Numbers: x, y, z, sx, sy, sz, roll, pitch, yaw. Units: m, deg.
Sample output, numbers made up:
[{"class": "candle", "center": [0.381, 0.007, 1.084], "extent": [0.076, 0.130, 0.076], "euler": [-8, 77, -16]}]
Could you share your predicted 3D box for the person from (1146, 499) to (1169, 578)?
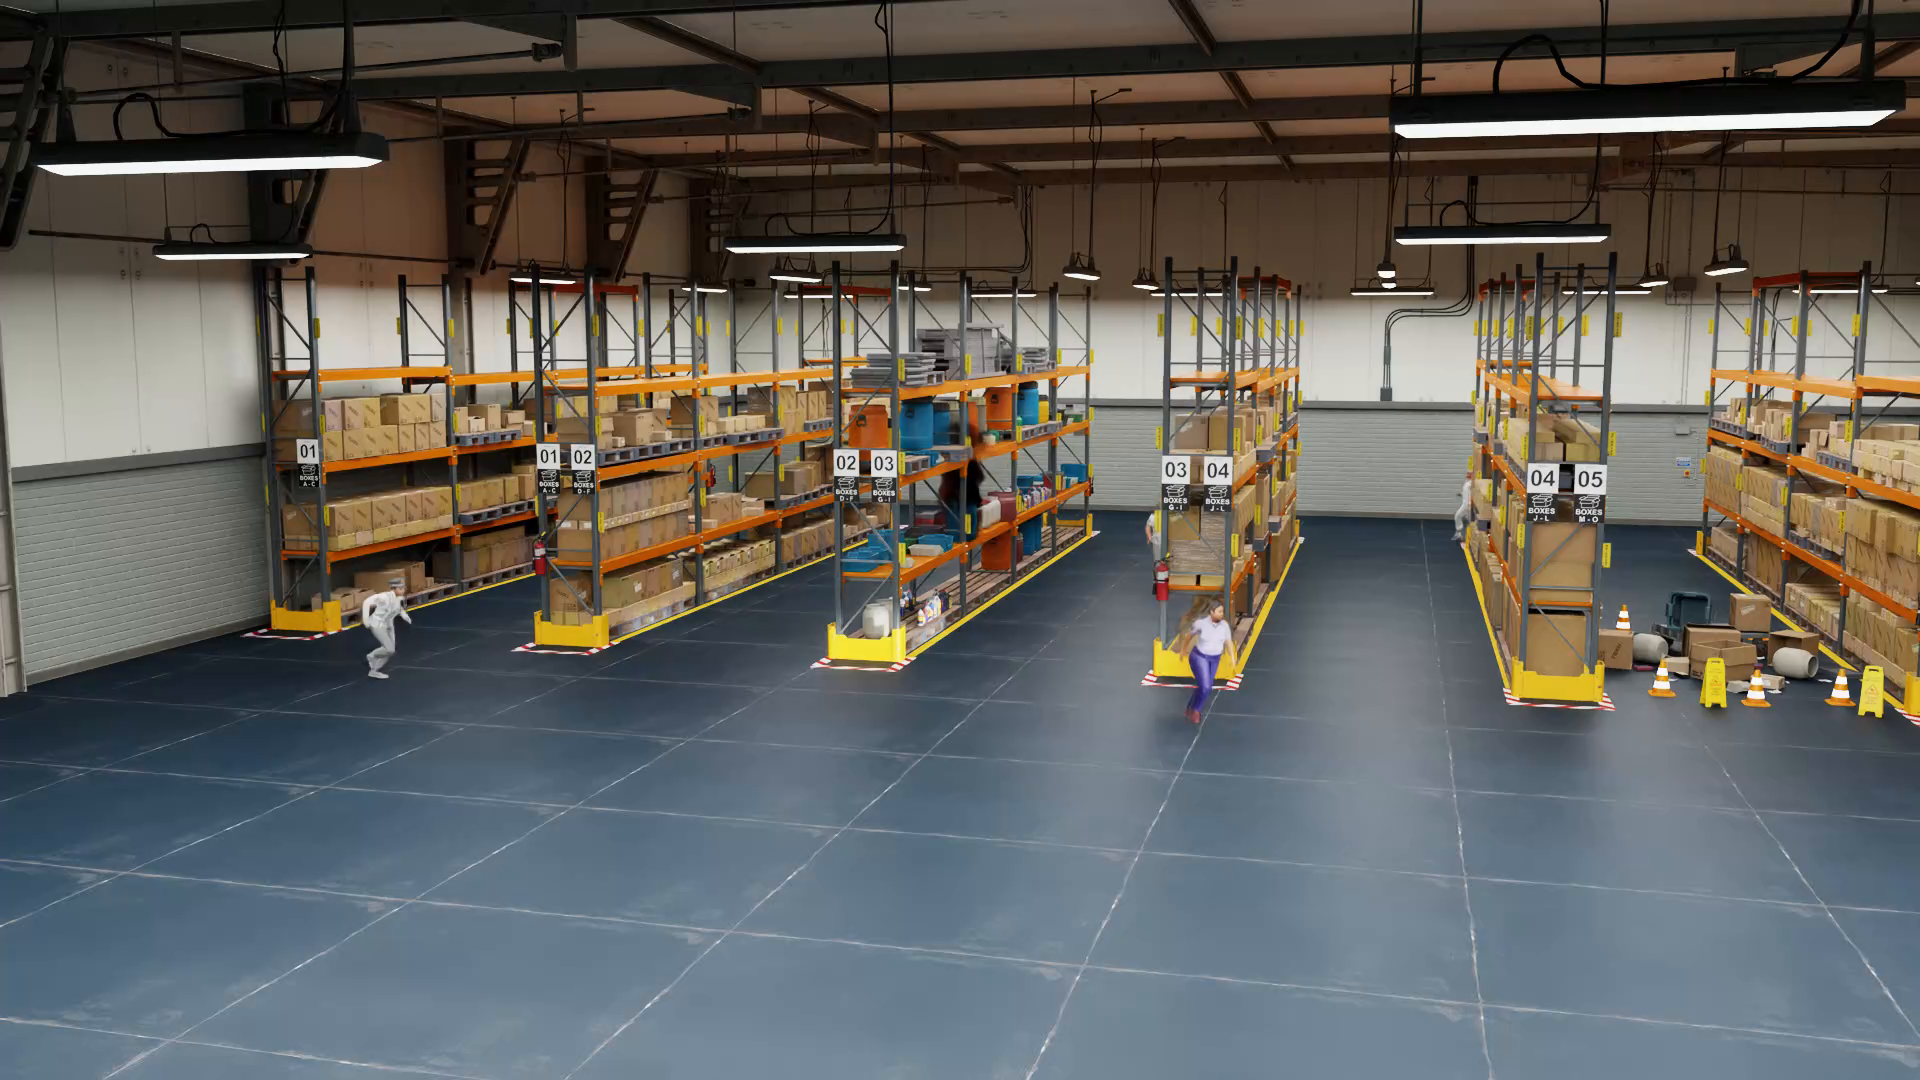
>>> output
[{"class": "person", "center": [3.909, -0.017, 31.899], "extent": [0.676, 1.609, 0.759], "euler": [0, 7, 2]}]

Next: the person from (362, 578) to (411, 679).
[{"class": "person", "center": [-8.193, 1.272, 23.716], "extent": [0.744, 1.491, 0.648], "euler": [3, 8, 24]}]

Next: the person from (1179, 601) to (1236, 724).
[{"class": "person", "center": [3.163, 1.536, 21.119], "extent": [0.550, 1.586, 0.753], "euler": [-3, 8, -24]}]

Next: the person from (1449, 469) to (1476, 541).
[{"class": "person", "center": [11.968, -0.827, 39.164], "extent": [0.777, 1.799, 0.707], "euler": [2, 7, 13]}]
